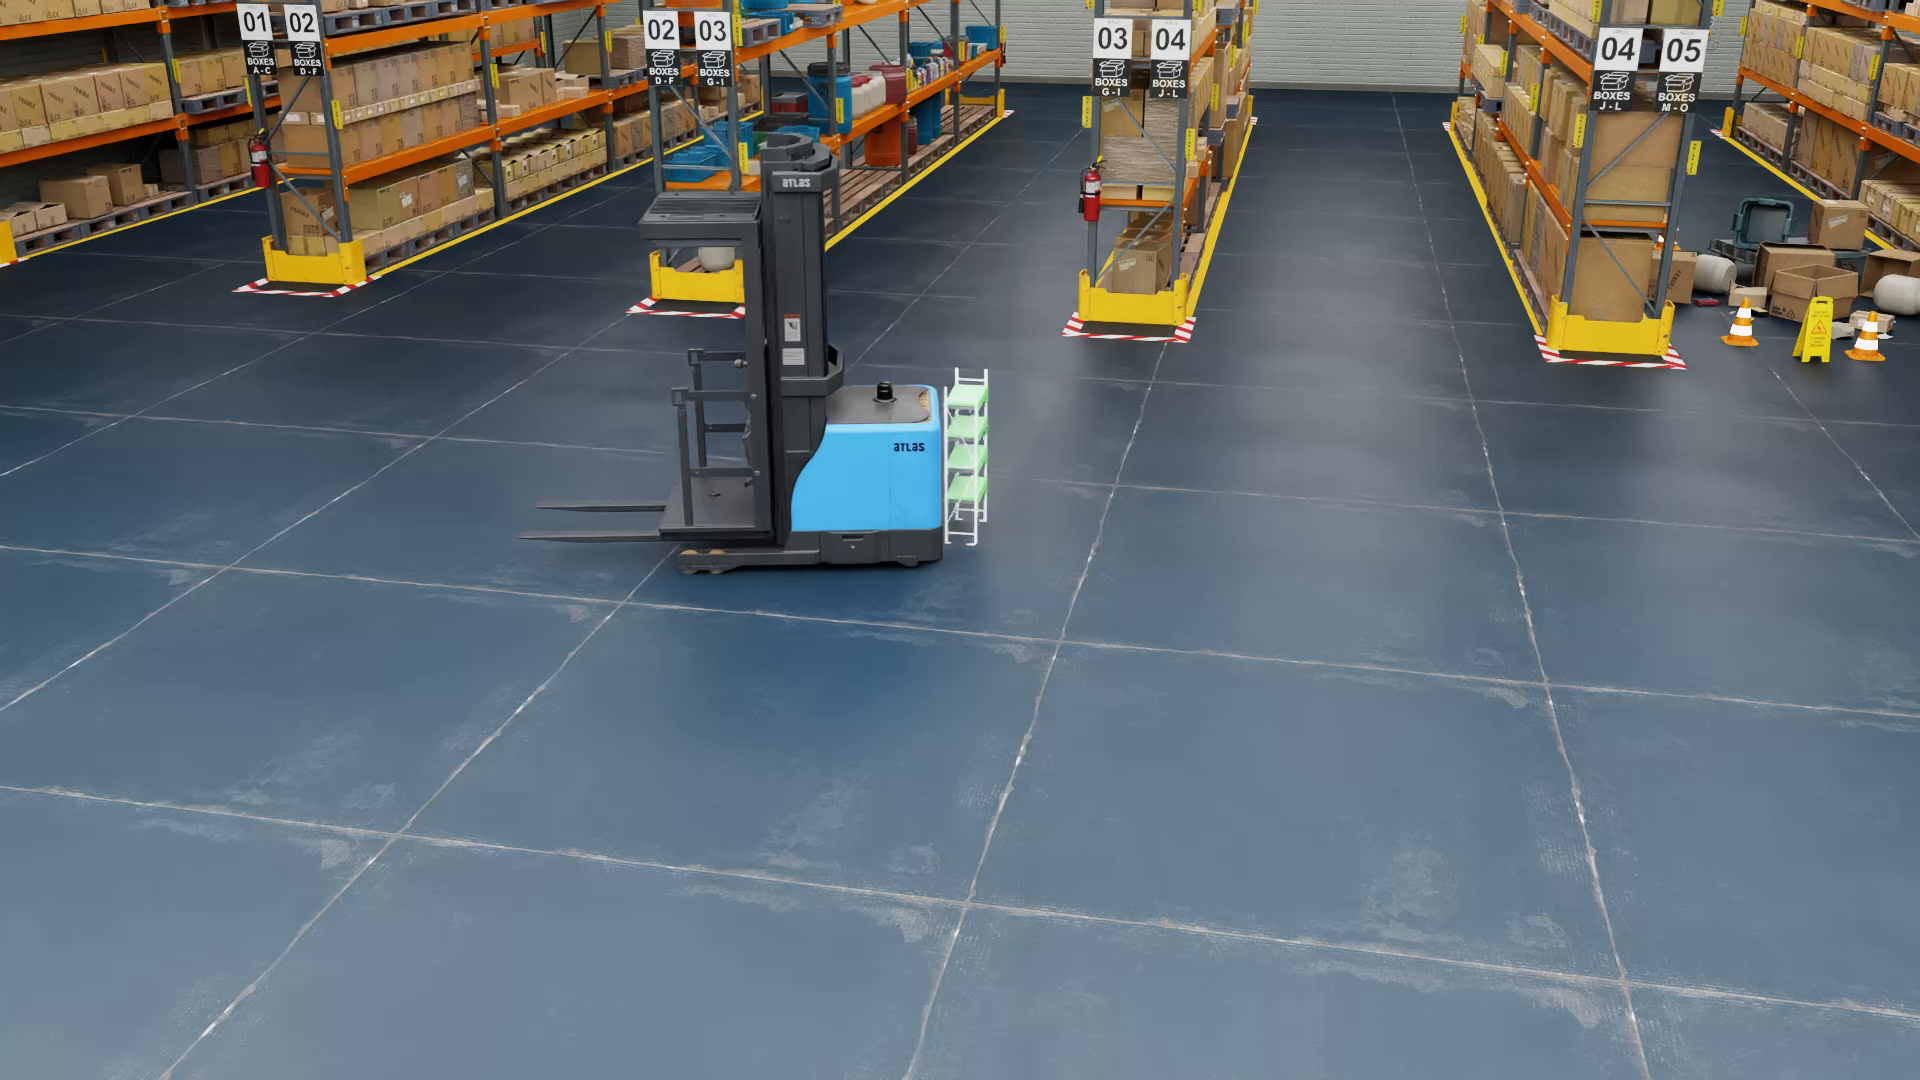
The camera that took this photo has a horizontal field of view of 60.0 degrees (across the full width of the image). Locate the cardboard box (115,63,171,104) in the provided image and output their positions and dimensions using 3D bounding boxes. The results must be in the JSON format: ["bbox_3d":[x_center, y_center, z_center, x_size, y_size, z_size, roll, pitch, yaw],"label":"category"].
[{"bbox_3d":[-11.634,-6.497,23.642,0.500,0.500,0.500,4,22,11],"label":"cardboard box"}]

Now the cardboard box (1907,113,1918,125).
[{"bbox_3d":[12.736,-5.564,21.928,0.380,0.149,0.250,6,23,14],"label":"cardboard box"}]

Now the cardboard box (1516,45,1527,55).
[{"bbox_3d":[9.283,-7.977,27.123,0.380,0.149,0.250,5,23,13],"label":"cardboard box"}]

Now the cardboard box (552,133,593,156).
[{"bbox_3d":[-6.140,-6.272,26.278,0.500,0.311,0.500,4,22,10],"label":"cardboard box"}]

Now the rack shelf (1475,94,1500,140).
[{"bbox_3d":[8.766,-6.719,25.985,1.077,0.370,4.000,4,22,11],"label":"rack shelf"}]

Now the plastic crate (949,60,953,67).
[{"bbox_3d":[-0.275,-8.642,30.068,0.396,0.136,0.243,4,22,11],"label":"plastic crate"}]

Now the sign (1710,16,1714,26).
[{"bbox_3d":[15.950,-11.122,35.593,0.327,0.218,0.001,4,22,11],"label":"sign"}]

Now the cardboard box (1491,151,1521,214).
[{"bbox_3d":[7.971,-4.937,23.046,1.050,0.750,0.750,5,22,12],"label":"cardboard box"}]

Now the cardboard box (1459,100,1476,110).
[{"bbox_3d":[9.436,-8.037,30.753,0.380,0.149,0.250,4,22,11],"label":"cardboard box"}]

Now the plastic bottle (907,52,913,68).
[{"bbox_3d":[-0.907,-8.435,29.349,0.144,0.351,0.185,4,22,11],"label":"plastic bottle"}]

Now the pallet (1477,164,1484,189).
[{"bbox_3d":[8.770,-5.758,26.369,1.003,0.211,1.213,4,22,11],"label":"pallet"}]

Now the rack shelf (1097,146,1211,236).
[{"bbox_3d":[2.299,-4.208,19.751,1.077,0.370,4.000,4,22,11],"label":"rack shelf"}]

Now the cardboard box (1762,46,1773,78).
[{"bbox_3d":[14.195,-8.243,28.673,0.500,0.500,0.500,5,23,13],"label":"cardboard box"}]

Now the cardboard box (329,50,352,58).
[{"bbox_3d":[-10.675,-8.221,28.192,0.500,0.500,0.500,5,22,13],"label":"cardboard box"}]

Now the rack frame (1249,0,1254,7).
[{"bbox_3d":[5.155,-9.662,32.330,1.000,3.000,0.127,4,22,11],"label":"rack frame"}]

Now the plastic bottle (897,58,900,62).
[{"bbox_3d":[-1.052,-8.245,28.977,0.152,0.276,0.135,4,22,11],"label":"plastic bottle"}]

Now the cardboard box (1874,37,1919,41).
[{"bbox_3d":[13.883,-7.207,24.762,0.500,0.500,0.500,5,22,12],"label":"cardboard box"}]

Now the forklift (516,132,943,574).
[{"bbox_3d":[-1.652,-1.320,11.709,3.031,2.935,1.130,-1,22,-2],"label":"forklift"}]

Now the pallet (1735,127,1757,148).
[{"bbox_3d":[14.770,-7.315,30.234,1.003,0.211,1.213,4,22,11],"label":"pallet"}]

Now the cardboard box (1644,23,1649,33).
[{"bbox_3d":[7.264,-5.290,17.099,0.380,0.149,0.250,5,22,11],"label":"cardboard box"}]

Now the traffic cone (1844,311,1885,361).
[{"bbox_3d":[9.261,-2.094,16.935,0.336,0.463,0.334,4,22,11],"label":"traffic cone"}]

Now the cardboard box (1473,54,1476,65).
[{"bbox_3d":[8.644,-7.892,27.309,0.380,0.149,0.250,5,22,12],"label":"cardboard box"}]

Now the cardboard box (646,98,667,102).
[{"bbox_3d":[-5.695,-7.842,30.567,0.500,0.500,0.500,3,22,8],"label":"cardboard box"}]

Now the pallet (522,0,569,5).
[{"bbox_3d":[-6.450,-8.133,24.769,1.003,0.211,1.213,6,23,13],"label":"pallet"}]

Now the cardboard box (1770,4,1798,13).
[{"bbox_3d":[14.326,-9.224,28.901,0.380,0.149,0.250,5,22,11],"label":"cardboard box"}]

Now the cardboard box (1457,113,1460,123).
[{"bbox_3d":[9.570,-7.952,31.338,0.380,0.149,0.250,5,22,12],"label":"cardboard box"}]

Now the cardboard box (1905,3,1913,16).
[{"bbox_3d":[12.994,-7.154,22.422,0.380,0.149,0.250,4,22,11],"label":"cardboard box"}]

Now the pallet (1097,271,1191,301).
[{"bbox_3d":[2.106,-2.839,19.121,1.003,0.211,1.213,4,22,11],"label":"pallet"}]

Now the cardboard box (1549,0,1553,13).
[{"bbox_3d":[7.135,-6.267,19.525,0.380,0.149,0.250,4,22,10],"label":"cardboard box"}]

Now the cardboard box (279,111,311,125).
[{"bbox_3d":[-7.915,-5.069,19.922,0.380,0.149,0.250,4,22,10],"label":"cardboard box"}]

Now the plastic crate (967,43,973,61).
[{"bbox_3d":[-0.018,-9.094,30.997,0.437,0.282,0.530,4,22,11],"label":"plastic crate"}]

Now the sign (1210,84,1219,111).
[{"bbox_3d":[3.240,-5.637,21.175,0.100,0.325,0.005,4,22,11],"label":"sign"}]

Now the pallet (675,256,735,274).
[{"bbox_3d":[-2.818,-3.223,20.073,1.003,0.211,1.213,4,22,11],"label":"pallet"}]

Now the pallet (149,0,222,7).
[{"bbox_3d":[-11.610,-7.928,24.261,1.213,0.211,1.003,4,22,11],"label":"pallet"}]

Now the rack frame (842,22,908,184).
[{"bbox_3d":[-1.326,-7.114,26.002,1.000,3.000,0.127,4,22,11],"label":"rack frame"}]

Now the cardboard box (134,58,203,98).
[{"bbox_3d":[-11.703,-6.840,24.600,0.700,0.500,0.500,5,22,11],"label":"cardboard box"}]

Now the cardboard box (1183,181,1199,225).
[{"bbox_3d":[2.853,-4.541,22.371,0.700,0.500,0.500,3,22,7],"label":"cardboard box"}]

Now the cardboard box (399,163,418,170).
[{"bbox_3d":[-7.595,-4.786,22.336,0.500,0.500,0.500,4,22,11],"label":"cardboard box"}]

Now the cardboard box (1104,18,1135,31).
[{"bbox_3d":[1.642,-5.443,17.505,0.380,0.149,0.250,4,22,11],"label":"cardboard box"}]

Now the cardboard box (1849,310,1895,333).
[{"bbox_3d":[9.882,-2.366,18.029,0.380,0.149,0.250,18,28,38],"label":"cardboard box"}]

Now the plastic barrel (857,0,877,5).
[{"bbox_3d":[-1.357,-7.958,24.269,0.301,0.262,0.301,0,22,0],"label":"plastic barrel"}]

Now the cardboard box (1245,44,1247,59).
[{"bbox_3d":[4.898,-8.791,29.969,0.500,0.250,0.500,5,22,12],"label":"cardboard box"}]

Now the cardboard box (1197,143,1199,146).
[{"bbox_3d":[2.781,-4.878,20.788,0.380,0.149,0.250,4,22,11],"label":"cardboard box"}]

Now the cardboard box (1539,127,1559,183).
[{"bbox_3d":[7.163,-4.401,19.065,0.875,0.550,0.550,4,22,11],"label":"cardboard box"}]

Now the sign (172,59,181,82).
[{"bbox_3d":[-11.308,-6.769,23.988,0.100,0.325,0.005,4,22,11],"label":"sign"}]

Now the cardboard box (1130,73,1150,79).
[{"bbox_3d":[1.962,-5.045,18.994,0.500,0.500,0.500,4,22,11],"label":"cardboard box"}]

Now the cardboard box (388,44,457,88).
[{"bbox_3d":[-7.177,-6.331,22.187,0.700,0.500,0.500,4,22,11],"label":"cardboard box"}]

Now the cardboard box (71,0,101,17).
[{"bbox_3d":[-11.893,-7.260,22.190,0.500,0.500,0.500,4,22,9],"label":"cardboard box"}]

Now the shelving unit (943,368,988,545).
[{"bbox_3d":[0.046,-0.618,12.281,0.258,1.200,0.503,3,22,8],"label":"shelving unit"}]

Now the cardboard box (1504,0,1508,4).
[{"bbox_3d":[8.315,-8.171,24.479,0.500,0.500,0.500,4,22,11],"label":"cardboard box"}]

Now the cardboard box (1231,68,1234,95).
[{"bbox_3d":[3.992,-7.129,25.905,0.500,0.500,0.500,4,22,9],"label":"cardboard box"}]

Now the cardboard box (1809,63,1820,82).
[{"bbox_3d":[13.596,-7.274,25.931,0.500,0.250,0.500,5,22,12],"label":"cardboard box"}]

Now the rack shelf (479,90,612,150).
[{"bbox_3d":[-6.582,-6.428,25.262,1.077,0.370,4.000,4,22,11],"label":"rack shelf"}]

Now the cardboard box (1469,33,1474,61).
[{"bbox_3d":[9.334,-8.726,29.472,0.500,0.500,0.500,4,22,10],"label":"cardboard box"}]
